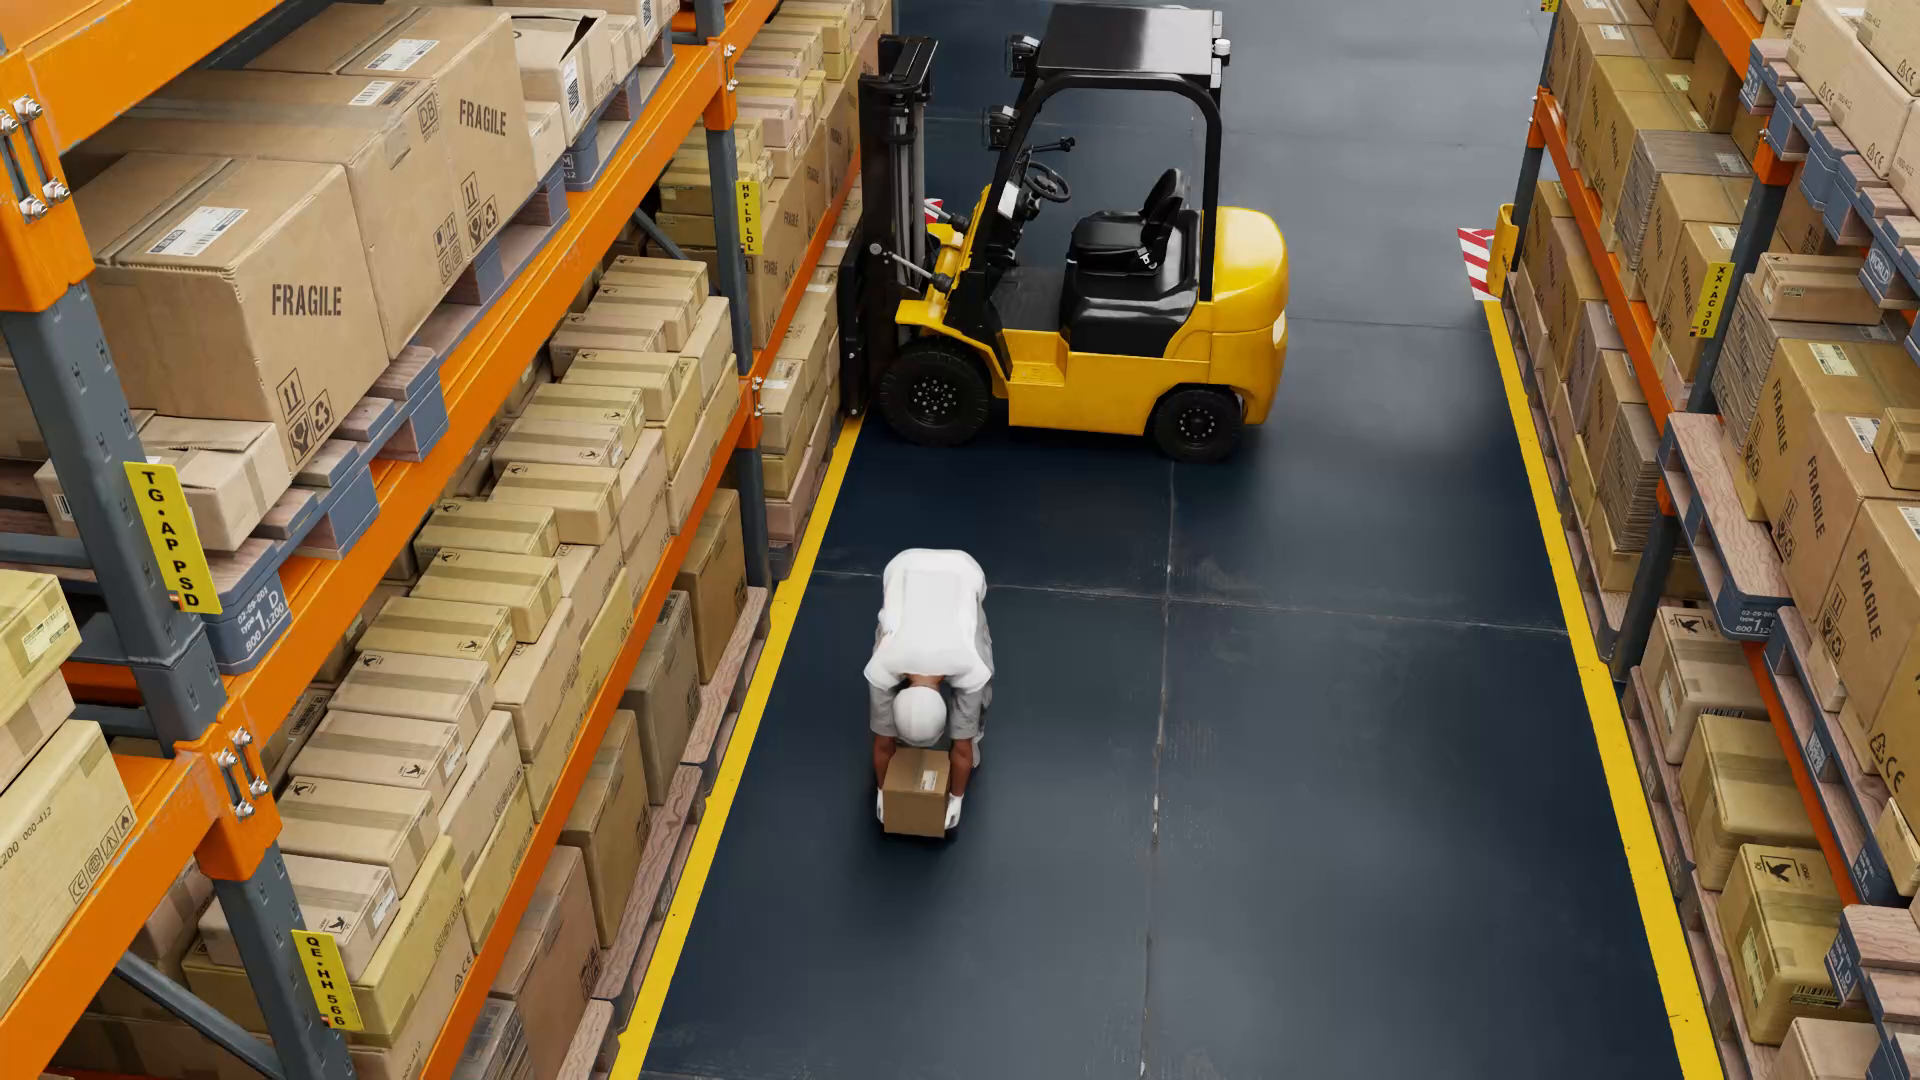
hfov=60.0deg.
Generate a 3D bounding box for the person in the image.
[{"bbox_3d":[-0.120,0.619,6.843,0.516,0.987,0.981,3,36,4],"label":"person"}]
